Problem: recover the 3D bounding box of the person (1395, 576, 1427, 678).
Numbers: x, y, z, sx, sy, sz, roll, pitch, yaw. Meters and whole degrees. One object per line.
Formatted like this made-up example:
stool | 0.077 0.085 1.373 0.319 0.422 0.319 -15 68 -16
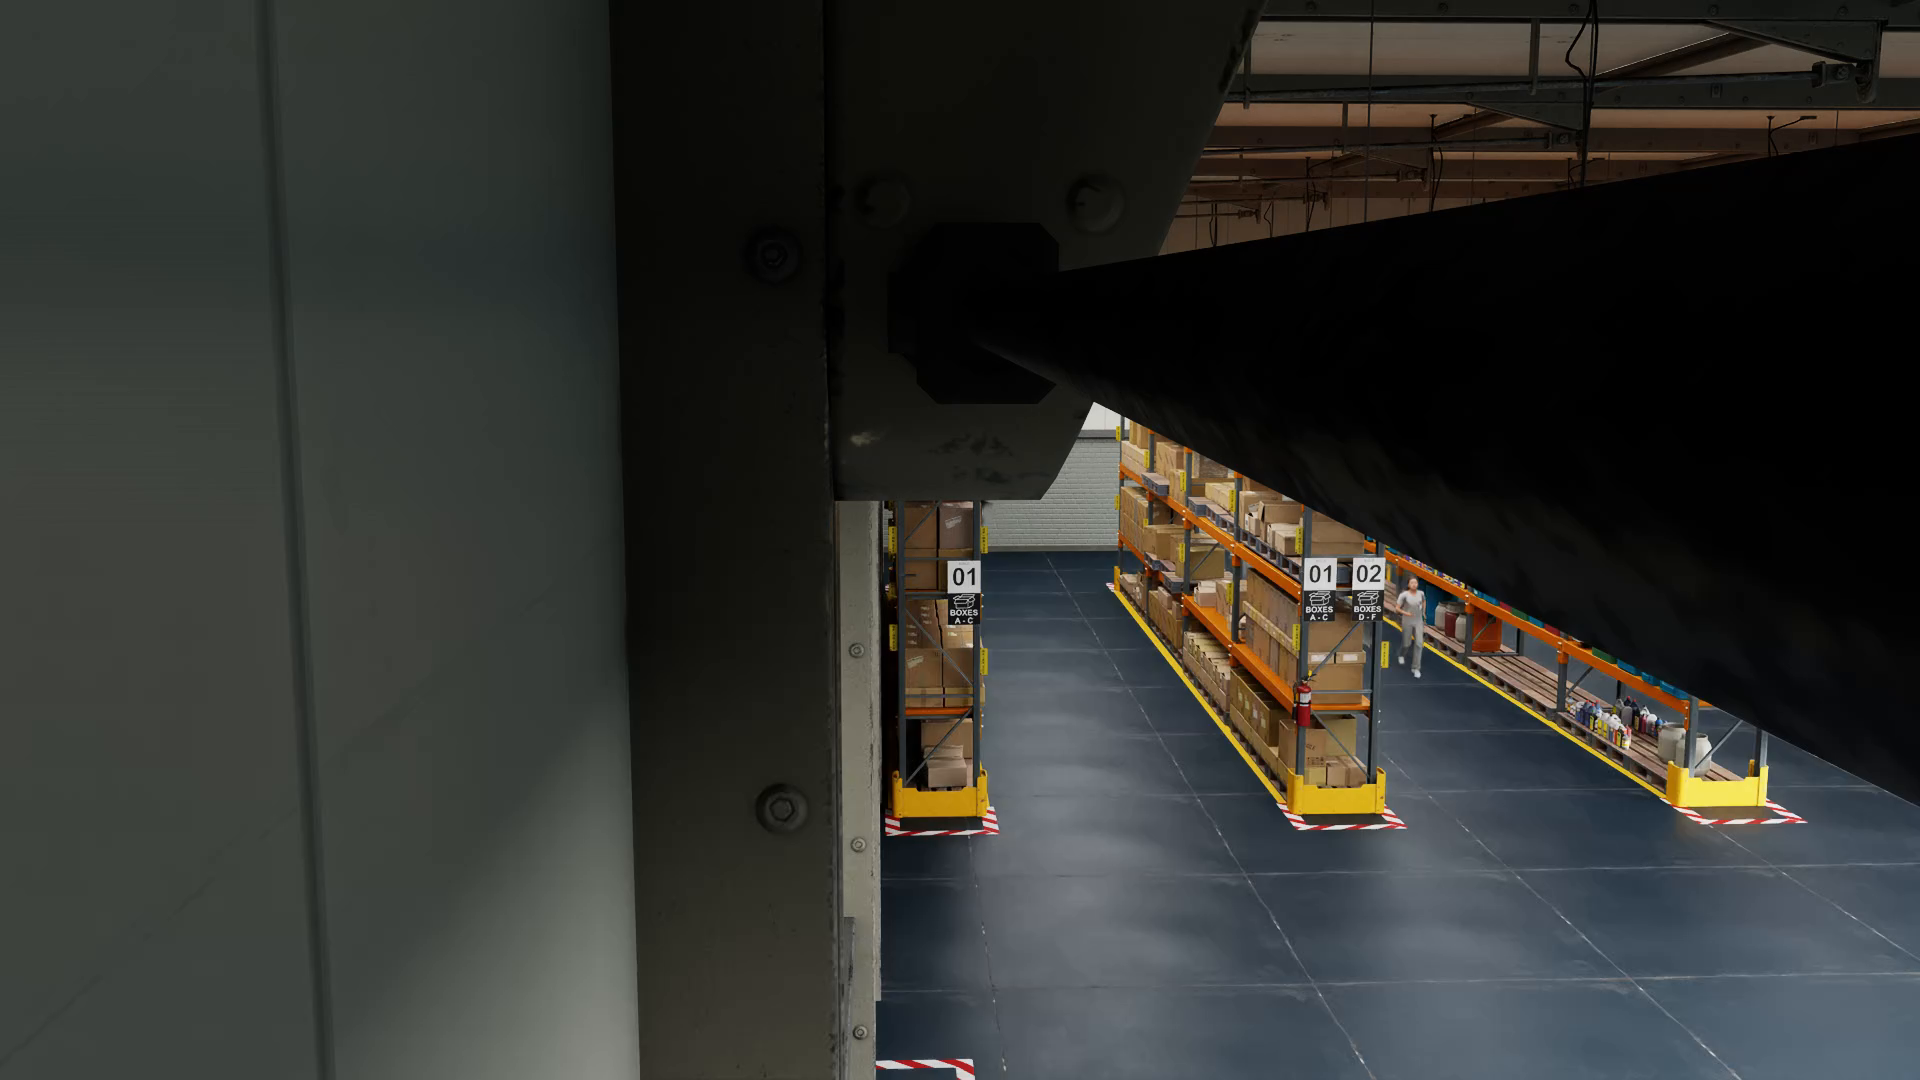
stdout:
person | 7.689 1.439 28.328 0.579 1.677 0.952 0 8 -2
